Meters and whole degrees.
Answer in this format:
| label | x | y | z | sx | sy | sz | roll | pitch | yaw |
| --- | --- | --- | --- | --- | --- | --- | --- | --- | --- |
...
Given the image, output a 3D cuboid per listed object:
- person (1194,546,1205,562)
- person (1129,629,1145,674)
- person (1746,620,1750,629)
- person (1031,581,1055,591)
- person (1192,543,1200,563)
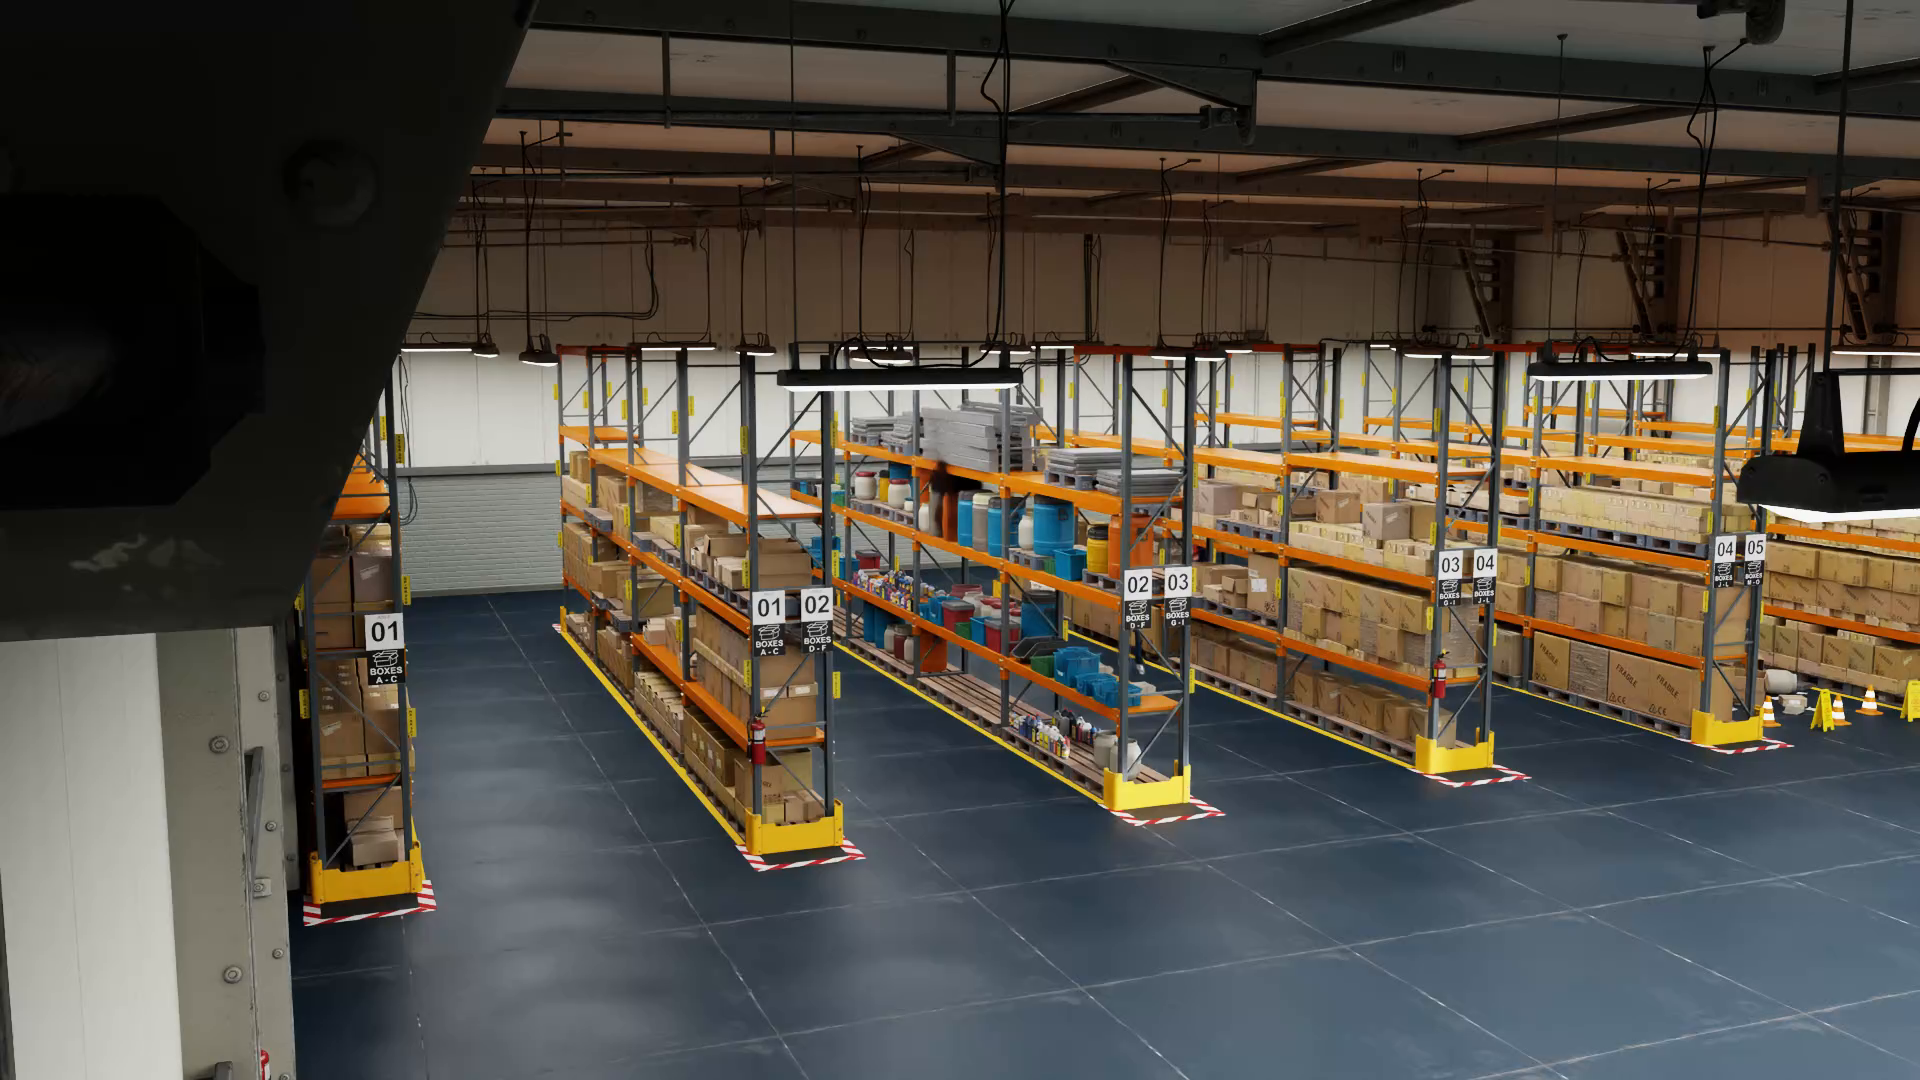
| label | x | y | z | sx | sy | sz | roll | pitch | yaw |
| --- | --- | --- | --- | --- | --- | --- | --- | --- | --- |
| person | 5.978 | 0.297 | 41.397 | 0.656 | 1.708 | 0.633 | -4 | 8 | -27 |
| person | 3.055 | 1.502 | 29.376 | 0.534 | 1.640 | 0.773 | -3 | 8 | -22 |
| person | 15.837 | 1.095 | 34.121 | 0.655 | 1.766 | 1.000 | -3 | 8 | -24 |
| person | 1.707 | 1.287 | 32.936 | 0.638 | 1.839 | 0.853 | -2 | 7 | -14 |
| person | 5.128 | 0.700 | 37.815 | 0.628 | 1.791 | 0.819 | -2 | 8 | -16 |
